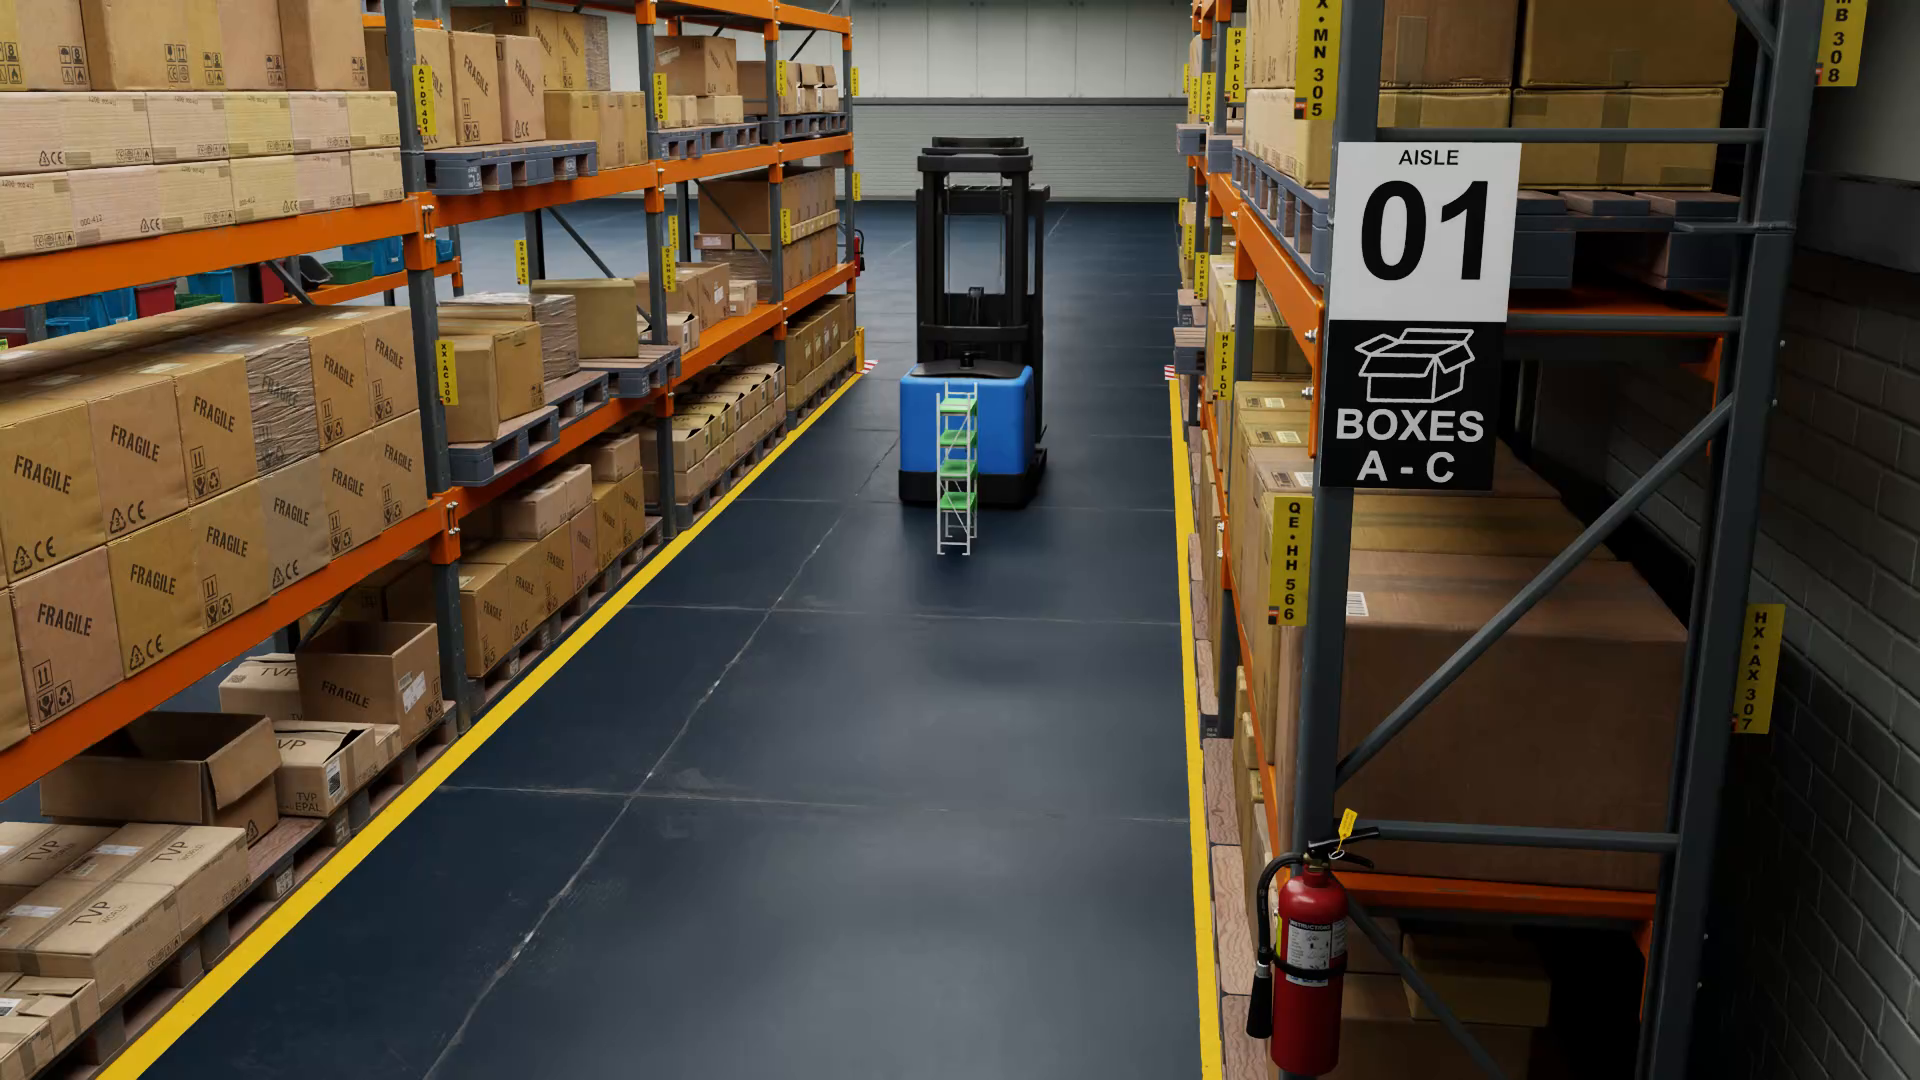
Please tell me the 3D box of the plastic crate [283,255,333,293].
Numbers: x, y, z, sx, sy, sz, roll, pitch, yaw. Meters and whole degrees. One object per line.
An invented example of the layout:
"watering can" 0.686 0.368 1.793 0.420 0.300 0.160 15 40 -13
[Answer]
"plastic crate" -6.959 -2.760 17.243 0.767 0.338 0.504 2 15 6

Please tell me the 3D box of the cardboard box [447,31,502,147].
"cardboard box" -2.943 -2.486 9.176 0.600 0.600 0.600 2 15 6

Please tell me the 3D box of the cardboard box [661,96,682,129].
"cardboard box" -2.562 -3.456 13.434 0.500 0.250 0.500 1 15 5

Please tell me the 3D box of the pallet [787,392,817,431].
"pallet" -2.091 -1.370 17.326 1.003 0.211 1.213 2 15 6

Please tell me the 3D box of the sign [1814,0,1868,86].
"sign" 1.896 -1.144 3.575 0.100 0.325 0.005 2 15 6

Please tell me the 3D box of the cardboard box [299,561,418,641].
"cardboard box" -3.355 0.421 9.304 0.500 0.500 0.500 2 15 6

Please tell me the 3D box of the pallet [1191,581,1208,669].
"pallet" 1.944 0.535 10.280 1.003 0.211 1.213 2 15 6

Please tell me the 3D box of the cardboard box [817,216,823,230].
"cardboard box" -1.742 -3.538 18.566 0.380 0.149 0.250 2 15 8

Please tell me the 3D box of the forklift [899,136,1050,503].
"forklift" 0.201 -2.047 14.618 1.130 2.935 3.031 2 15 7

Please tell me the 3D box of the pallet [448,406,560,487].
"pallet" -2.927 -0.548 9.310 1.003 0.211 1.213 2 15 6

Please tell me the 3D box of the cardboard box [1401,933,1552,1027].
"cardboard box" 1.510 1.290 4.885 0.380 0.149 0.250 2 15 7

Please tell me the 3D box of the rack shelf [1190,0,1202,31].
"rack shelf" 2.925 -5.432 16.897 1.077 0.370 4.000 2 15 6

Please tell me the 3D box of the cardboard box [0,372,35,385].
"cardboard box" -3.690 -0.319 5.989 0.500 0.500 0.500 2 15 8

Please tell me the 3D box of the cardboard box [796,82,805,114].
"cardboard box" -1.843 -4.450 16.723 0.500 0.311 0.500 1 15 3

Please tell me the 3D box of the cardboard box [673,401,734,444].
"cardboard box" -2.213 -1.016 14.062 0.500 0.311 0.500 1 15 5

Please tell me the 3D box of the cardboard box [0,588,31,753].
"cardboard box" -3.265 0.445 5.077 0.500 0.500 0.500 2 15 7

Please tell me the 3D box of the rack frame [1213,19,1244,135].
"rack frame" 2.248 -4.225 11.048 1.000 3.000 0.127 2 15 6

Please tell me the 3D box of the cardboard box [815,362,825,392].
"cardboard box" -1.746 -1.757 17.877 0.500 0.250 0.500 2 15 6

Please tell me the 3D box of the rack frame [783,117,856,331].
"rack frame" -1.771 -3.549 20.040 1.000 3.000 0.127 2 15 6

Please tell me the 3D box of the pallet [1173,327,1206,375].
"pallet" 2.223 -1.424 12.551 1.213 0.211 1.003 2 15 6

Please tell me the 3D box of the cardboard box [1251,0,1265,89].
"cardboard box" 1.386 -1.970 6.310 0.500 0.500 0.500 1 15 5

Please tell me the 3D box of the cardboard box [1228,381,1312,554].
"cardboard box" 1.720 -0.296 7.437 0.980 0.700 0.700 2 15 7

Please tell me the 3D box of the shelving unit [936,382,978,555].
"shelving unit" -0.019 -0.536 12.347 0.258 1.200 0.503 2 15 6

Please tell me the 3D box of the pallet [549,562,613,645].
"pallet" -2.936 0.380 10.852 1.003 0.211 1.213 2 15 6

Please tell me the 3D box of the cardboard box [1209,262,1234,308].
"cardboard box" 1.881 -1.643 10.755 0.500 0.250 0.500 1 15 5

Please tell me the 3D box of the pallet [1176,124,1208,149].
"pallet" 2.524 -3.567 14.720 1.213 0.211 1.003 2 15 6

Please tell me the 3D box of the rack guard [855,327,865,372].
"rack guard" -1.769 -2.348 20.390 1.175 0.500 0.348 2 15 6

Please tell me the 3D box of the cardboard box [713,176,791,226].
"cardboard box" -2.123 -3.432 16.932 0.700 0.500 0.500 2 15 6

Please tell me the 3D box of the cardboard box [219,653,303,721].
"cardboard box" -3.388 0.751 8.445 0.500 0.311 0.500 2 15 6

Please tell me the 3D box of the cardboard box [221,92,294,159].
"cardboard box" -3.029 -1.660 6.638 0.500 0.250 0.500 2 15 6

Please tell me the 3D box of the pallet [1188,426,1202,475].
"pallet" 2.613 -0.818 15.285 1.003 0.211 1.213 2 15 6

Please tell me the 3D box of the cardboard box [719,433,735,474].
"cardboard box" -2.215 -0.742 14.123 0.500 0.250 0.500 1 15 5

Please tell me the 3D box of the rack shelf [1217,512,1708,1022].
"rack shelf" 1.571 0.574 6.170 1.077 0.370 4.000 2 15 6

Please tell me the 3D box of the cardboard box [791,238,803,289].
"cardboard box" -2.065 -2.942 17.604 0.700 0.500 0.500 2 15 7

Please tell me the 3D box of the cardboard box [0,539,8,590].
"cardboard box" -3.265 -0.037 4.947 0.500 0.500 0.500 2 15 8

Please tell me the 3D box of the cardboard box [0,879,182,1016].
"cardboard box" -3.177 1.453 5.965 0.500 0.250 0.500 2 15 6

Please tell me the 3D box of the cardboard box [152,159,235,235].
"cardboard box" -3.092 -1.289 6.225 0.500 0.250 0.500 2 15 6

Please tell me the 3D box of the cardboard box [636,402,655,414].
"cardboard box" -2.748 -1.029 14.110 0.500 0.311 0.500 2 15 6

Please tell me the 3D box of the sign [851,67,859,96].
"sign" -1.234 -5.367 19.471 0.100 0.325 0.005 2 15 6

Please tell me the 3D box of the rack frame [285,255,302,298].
"rack frame" -7.144 -2.658 16.747 1.000 3.000 0.127 2 15 6

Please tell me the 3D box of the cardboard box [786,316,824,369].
"cardboard box" -1.747 -2.119 17.780 0.500 0.500 0.500 2 15 6

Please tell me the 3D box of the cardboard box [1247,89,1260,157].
"cardboard box" 1.385 -1.615 6.433 0.500 0.250 0.500 1 15 5

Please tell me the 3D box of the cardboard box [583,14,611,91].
"cardboard box" -2.730 -3.340 11.414 0.500 0.500 0.500 2 15 6

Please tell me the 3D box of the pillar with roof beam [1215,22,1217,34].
"pillar with roof beam" 3.039 -14.001 47.199 9.100 9.000 0.400 2 15 6

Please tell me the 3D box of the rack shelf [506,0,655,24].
"rack shelf" -2.900 -3.311 9.812 1.077 0.370 4.000 2 15 6

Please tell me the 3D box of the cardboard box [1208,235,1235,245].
"cardboard box" 2.608 -2.496 15.113 0.700 0.500 0.500 2 15 6

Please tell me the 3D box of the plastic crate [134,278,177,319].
"plastic crate" -7.109 -2.062 14.418 0.402 0.464 0.583 2 15 6

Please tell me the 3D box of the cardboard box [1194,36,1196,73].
"cardboard box" 2.538 -4.636 16.170 0.500 0.500 0.500 3 15 9

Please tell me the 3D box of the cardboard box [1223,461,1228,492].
"cardboard box" 1.559 -0.342 8.624 0.380 0.149 0.250 2 15 7

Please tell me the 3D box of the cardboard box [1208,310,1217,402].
"cardboard box" 1.814 -1.148 10.361 0.500 0.500 0.500 2 15 6

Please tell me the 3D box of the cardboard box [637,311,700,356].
"cardboard box" -2.381 -1.657 13.215 0.500 0.311 0.500 2 15 6

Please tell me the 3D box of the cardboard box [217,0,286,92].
"cardboard box" -3.340 -2.163 7.060 0.700 0.500 0.500 2 15 6

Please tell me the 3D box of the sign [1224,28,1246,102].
"sign" 1.257 -2.155 7.544 0.100 0.325 0.005 2 15 6

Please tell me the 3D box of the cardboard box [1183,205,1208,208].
"cardboard box" 2.733 -3.460 18.525 0.500 0.500 0.500 2 15 6
